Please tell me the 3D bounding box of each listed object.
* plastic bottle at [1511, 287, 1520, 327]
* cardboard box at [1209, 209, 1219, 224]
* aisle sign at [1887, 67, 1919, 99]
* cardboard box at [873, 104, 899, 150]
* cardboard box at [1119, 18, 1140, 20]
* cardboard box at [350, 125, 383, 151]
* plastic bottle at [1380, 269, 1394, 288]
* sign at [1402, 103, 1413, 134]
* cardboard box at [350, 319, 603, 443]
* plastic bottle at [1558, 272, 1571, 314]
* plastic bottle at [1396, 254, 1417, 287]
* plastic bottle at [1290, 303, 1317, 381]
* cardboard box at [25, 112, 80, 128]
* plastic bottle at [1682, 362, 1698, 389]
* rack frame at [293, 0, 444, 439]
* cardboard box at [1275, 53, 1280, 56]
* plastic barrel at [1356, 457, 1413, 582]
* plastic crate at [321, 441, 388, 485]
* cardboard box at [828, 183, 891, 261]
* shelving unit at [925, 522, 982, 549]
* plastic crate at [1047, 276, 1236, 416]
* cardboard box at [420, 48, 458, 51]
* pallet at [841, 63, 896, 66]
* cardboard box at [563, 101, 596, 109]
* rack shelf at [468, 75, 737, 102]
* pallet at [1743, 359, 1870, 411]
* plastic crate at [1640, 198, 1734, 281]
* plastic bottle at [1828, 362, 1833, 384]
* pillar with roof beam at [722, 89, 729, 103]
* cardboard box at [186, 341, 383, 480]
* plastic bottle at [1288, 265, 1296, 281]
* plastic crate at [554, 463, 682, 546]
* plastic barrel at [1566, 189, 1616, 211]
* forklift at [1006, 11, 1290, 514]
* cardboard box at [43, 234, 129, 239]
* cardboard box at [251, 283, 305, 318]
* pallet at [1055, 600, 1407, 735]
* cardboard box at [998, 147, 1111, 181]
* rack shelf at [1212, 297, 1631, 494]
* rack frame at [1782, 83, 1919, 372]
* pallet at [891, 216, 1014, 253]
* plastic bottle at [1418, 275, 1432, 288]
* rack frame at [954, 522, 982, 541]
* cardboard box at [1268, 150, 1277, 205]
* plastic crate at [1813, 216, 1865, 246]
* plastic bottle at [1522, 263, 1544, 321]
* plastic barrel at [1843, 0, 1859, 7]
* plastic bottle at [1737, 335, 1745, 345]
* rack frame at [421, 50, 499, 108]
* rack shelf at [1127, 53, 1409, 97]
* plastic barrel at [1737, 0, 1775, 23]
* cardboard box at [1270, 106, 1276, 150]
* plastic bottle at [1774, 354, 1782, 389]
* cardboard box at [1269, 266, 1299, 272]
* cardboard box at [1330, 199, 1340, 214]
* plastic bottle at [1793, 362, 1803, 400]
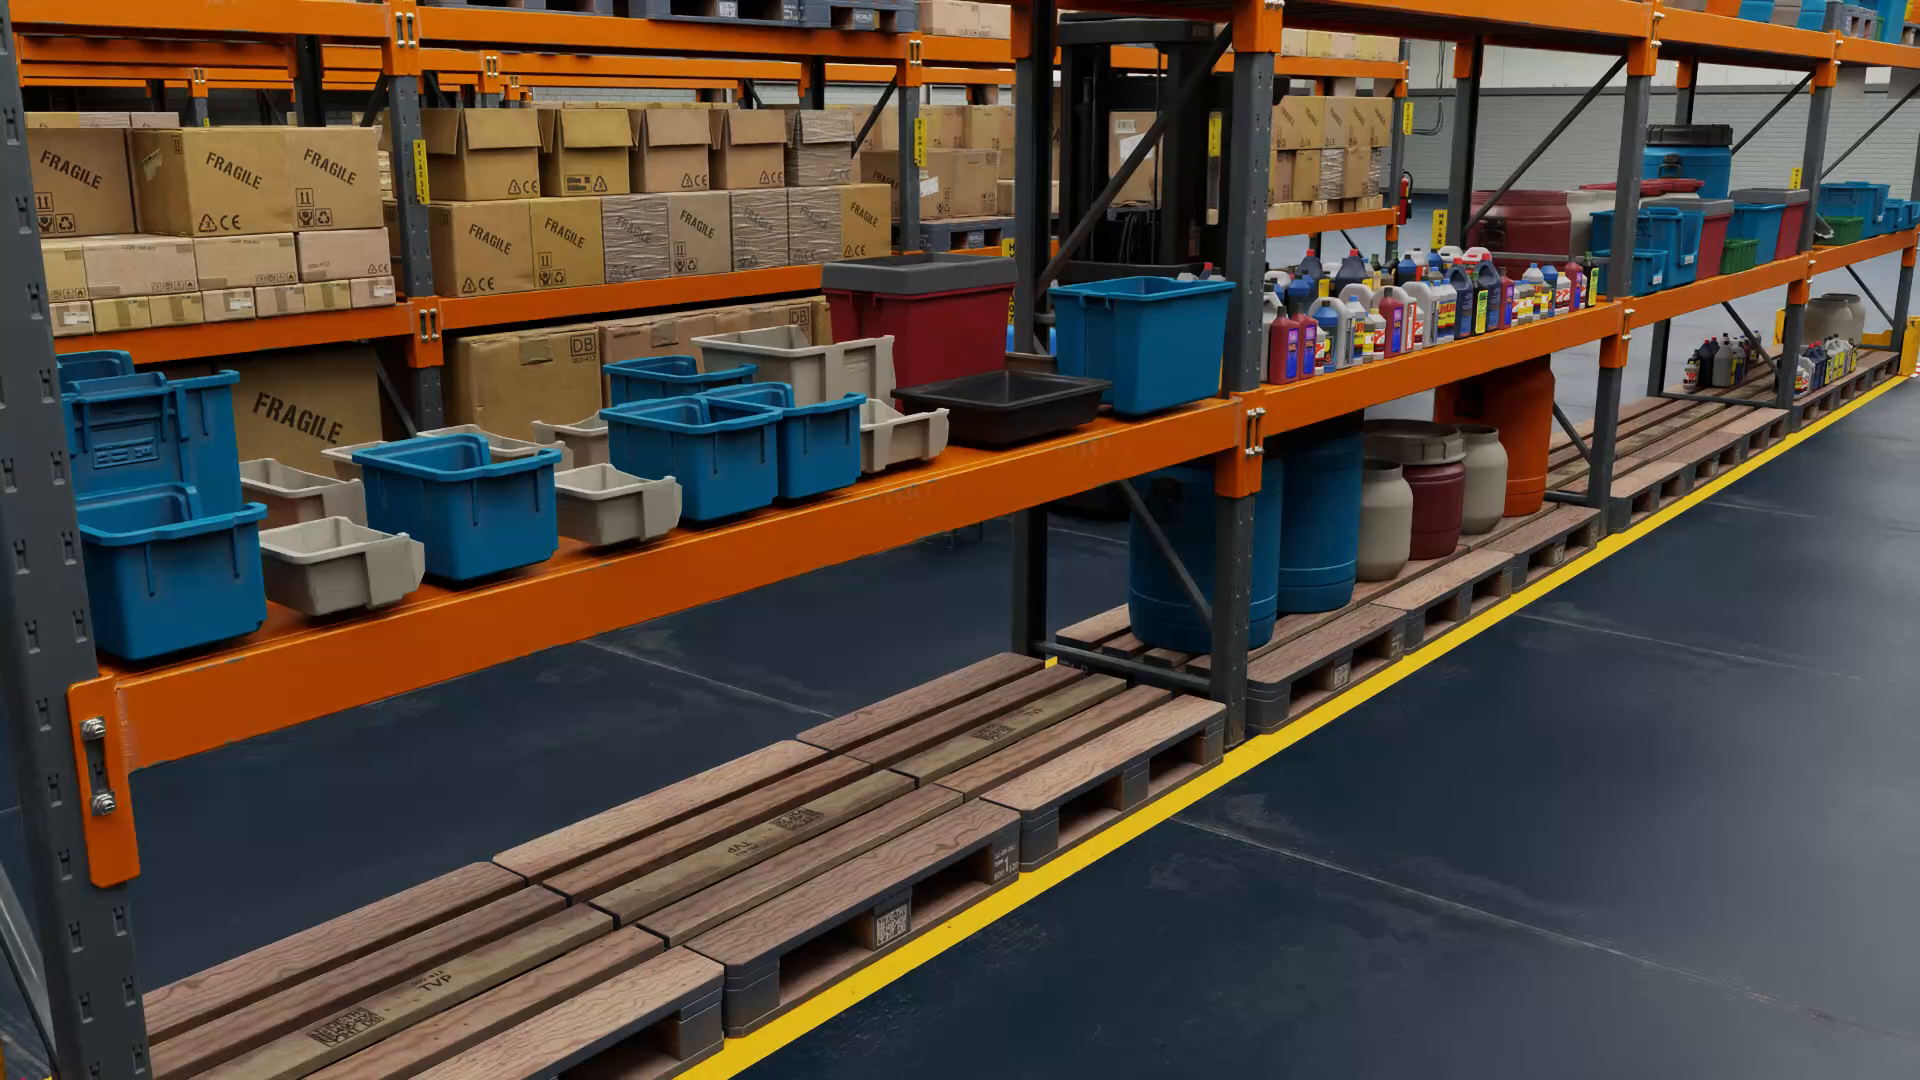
[{"bbox_3d":[2.559,-1.101,7.767,0.097,0.201,0.097,0,14,0],"label":"plastic bottle"},{"bbox_3d":[2.172,-2.940,15.113,0.380,0.149,0.250,11,18,38],"label":"cardboard box"},{"bbox_3d":[8.446,-4.294,14.655,0.394,0.787,0.004,11,18,38],"label":"aisle sign"},{"bbox_3d":[-1.031,-4.721,19.115,0.875,0.550,0.550,11,18,38],"label":"cardboard box"},{"bbox_3d":[1.290,-4.464,13.929,0.396,0.266,0.258,12,19,40],"label":"cardboard box"},{"bbox_3d":[-6.985,-4.579,19.396,0.500,0.500,0.500,10,18,35],"label":"cardboard box"},{"bbox_3d":[2.149,-1.273,8.446,0.097,0.201,0.097,0,14,0],"label":"plastic bottle"},{"bbox_3d":[4.736,-4.458,17.584,0.100,0.325,0.005,11,18,38],"label":"sign"},{"bbox_3d":[-2.838,-0.834,9.777,1.225,0.875,0.875,11,18,38],"label":"cardboard box"},{"bbox_3d":[2.987,-1.231,8.280,0.097,0.201,0.097,0,14,0],"label":"plastic bottle"},{"bbox_3d":[2.281,-1.323,8.501,0.097,0.271,0.097,0,14,0],"label":"plastic bottle"},{"bbox_3d":[1.274,-0.742,6.187,0.061,0.283,0.133,11,18,38],"label":"plastic bottle"},{"bbox_3d":[-9.174,-4.034,16.678,0.500,0.500,0.500,11,18,38],"label":"cardboard box"},{"bbox_3d":[5.641,-1.275,12.840,0.097,0.201,0.097,0,14,0],"label":"plastic bottle"},{"bbox_3d":[-3.225,-1.535,9.072,1.000,3.000,0.127,11,18,38],"label":"rack frame"},{"bbox_3d":[2.614,-4.597,15.338,0.500,0.250,0.500,11,18,37],"label":"cardboard box"},{"bbox_3d":[1.852,-0.098,7.615,0.421,0.512,0.421,0,14,0],"label":"plastic barrel"},{"bbox_3d":[-1.321,-0.141,4.000,0.396,0.136,0.243,11,18,38],"label":"plastic crate"},{"bbox_3d":[-0.828,-2.216,11.553,0.500,0.500,0.500,12,19,39],"label":"cardboard box"},{"bbox_3d":[-0.034,-0.499,8.953,0.215,1.050,0.252,11,18,38],"label":"shelving unit"},{"bbox_3d":[0.599,-0.647,5.490,0.392,0.384,0.575,11,18,38],"label":"plastic crate"},{"bbox_3d":[-4.666,-4.441,14.218,0.500,0.500,0.500,11,18,38],"label":"cardboard box"},{"bbox_3d":[-0.702,-5.652,19.368,1.003,0.211,1.213,11,18,38],"label":"pallet"},{"bbox_3d":[-5.122,-5.423,21.539,0.700,0.500,0.500,11,18,38],"label":"cardboard box"},{"bbox_3d":[-4.648,-6.089,22.367,1.077,0.370,4.000,11,18,38],"label":"rack shelf"},{"bbox_3d":[6.877,-1.306,13.834,1.003,0.211,1.213,11,18,38],"label":"pallet"},{"bbox_3d":[4.395,-1.827,10.095,0.402,0.464,0.583,11,18,38],"label":"plastic crate"},{"bbox_3d":[6.800,-1.334,13.074,0.097,0.201,0.097,0,14,0],"label":"plastic bottle"},{"bbox_3d":[-1.273,-9.531,28.363,9.100,9.000,0.400,11,18,38],"label":"pillar with roof beam"},{"bbox_3d":[-3.702,-0.595,8.833,0.875,0.875,0.875,11,18,38],"label":"cardboard box"},{"bbox_3d":[1.511,-1.125,7.698,0.061,0.283,0.133,11,18,38],"label":"plastic bottle"},{"bbox_3d":[-0.783,-0.078,3.753,0.250,0.136,0.298,11,18,38],"label":"plastic crate"},{"bbox_3d":[3.887,-1.899,10.280,0.421,0.512,0.421,0,14,0],"label":"plastic barrel"},{"bbox_3d":[1.362,-1.878,10.561,1.130,2.935,3.031,11,18,36],"label":"forklift"},{"bbox_3d":[-4.362,-1.362,8.094,0.500,0.250,0.500,12,18,39],"label":"cardboard box"},{"bbox_3d":[-3.485,-1.205,8.286,0.380,0.149,0.250,11,18,37],"label":"cardboard box"},{"bbox_3d":[1.145,0.442,6.955,1.003,0.211,1.213,11,18,38],"label":"pallet"},{"bbox_3d":[0.786,-2.974,13.676,0.797,0.503,0.637,14,20,43],"label":"cardboard box"},{"bbox_3d":[1.885,-0.803,7.652,1.077,0.370,4.000,11,18,38],"label":"rack shelf"},{"bbox_3d":[8.170,-3.066,15.102,1.000,3.000,0.127,11,18,38],"label":"rack frame"},{"bbox_3d":[-0.346,-2.361,12.714,1.213,0.211,1.003,11,18,38],"label":"pallet"},{"bbox_3d":[2.047,-1.035,7.366,0.097,0.271,0.097,0,14,0],"label":"plastic bottle"},{"bbox_3d":[0.043,-0.522,9.045,0.200,1.050,0.008,11,18,38],"label":"rack frame"},{"bbox_3d":[2.476,-3.426,15.711,0.875,0.500,0.500,11,18,38],"label":"cardboard box"},{"bbox_3d":[6.728,-2.414,12.964,0.450,0.188,0.662,11,18,38],"label":"plastic crate"},{"bbox_3d":[2.743,-1.190,7.978,0.097,0.271,0.097,0,14,0],"label":"plastic bottle"},{"bbox_3d":[6.364,-4.375,12.288,0.600,0.901,0.708,11,18,38],"label":"plastic barrel"},{"bbox_3d":[6.509,-1.574,13.873,0.097,0.271,0.097,0,14,0],"label":"plastic bottle"},{"bbox_3d":[-4.505,-3.088,15.185,1.000,3.000,0.127,11,18,38],"label":"rack frame"},{"bbox_3d":[3.060,-4.555,16.330,1.077,0.370,4.000,11,18,38],"label":"rack shelf"},{"bbox_3d":[4.683,-3.616,10.153,0.600,0.901,0.708,11,18,38],"label":"plastic barrel"},{"bbox_3d":[2.597,-3.887,15.493,0.500,0.500,0.500,11,18,38],"label":"cardboard box"},{"bbox_3d":[6.374,-1.342,12.802,0.144,0.351,0.185,11,18,38],"label":"plastic bottle"},{"bbox_3d":[3.563,-2.588,17.443,0.500,0.500,0.500,-10,17,-35],"label":"cardboard box"},{"bbox_3d":[3.665,-3.434,17.059,0.380,0.149,0.250,11,18,38],"label":"cardboard box"},{"bbox_3d":[6.197,-1.184,12.341,0.097,0.271,0.097,0,14,0],"label":"plastic bottle"}]
